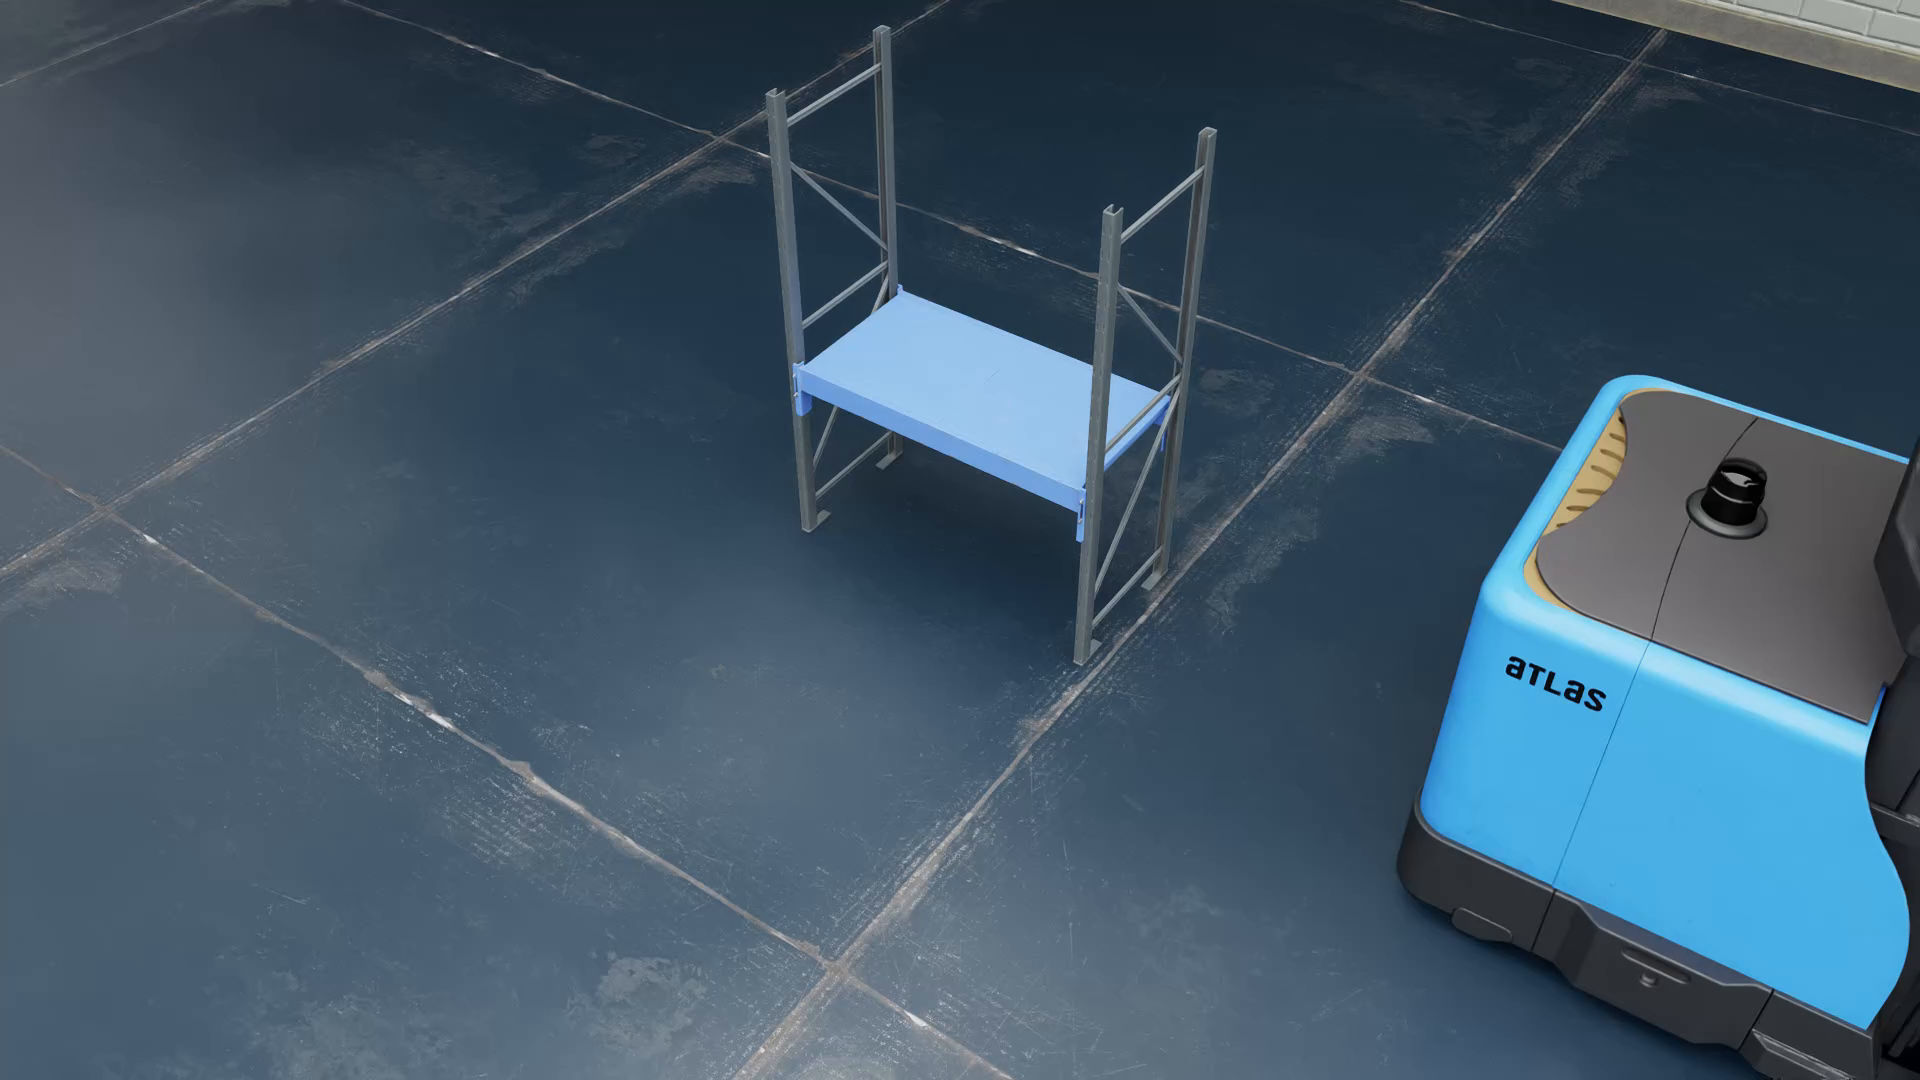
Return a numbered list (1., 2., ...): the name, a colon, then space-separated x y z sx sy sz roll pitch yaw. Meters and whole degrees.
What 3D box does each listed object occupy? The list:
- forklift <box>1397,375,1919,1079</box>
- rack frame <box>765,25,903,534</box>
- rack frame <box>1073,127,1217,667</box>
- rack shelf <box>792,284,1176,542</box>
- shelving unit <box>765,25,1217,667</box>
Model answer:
1. forklift: 2.619 0.081 2.961 3.031 2.935 1.130 24 47 24
2. rack frame: -0.346 -0.721 4.931 0.032 1.500 0.500 25 48 25
3. rack frame: 0.486 -0.332 4.496 0.032 1.500 0.500 25 48 25
4. rack shelf: 0.070 -0.392 4.833 1.000 0.185 0.538 25 48 25
5. shelving unit: 0.070 -0.526 4.713 1.048 1.500 0.538 25 48 25
